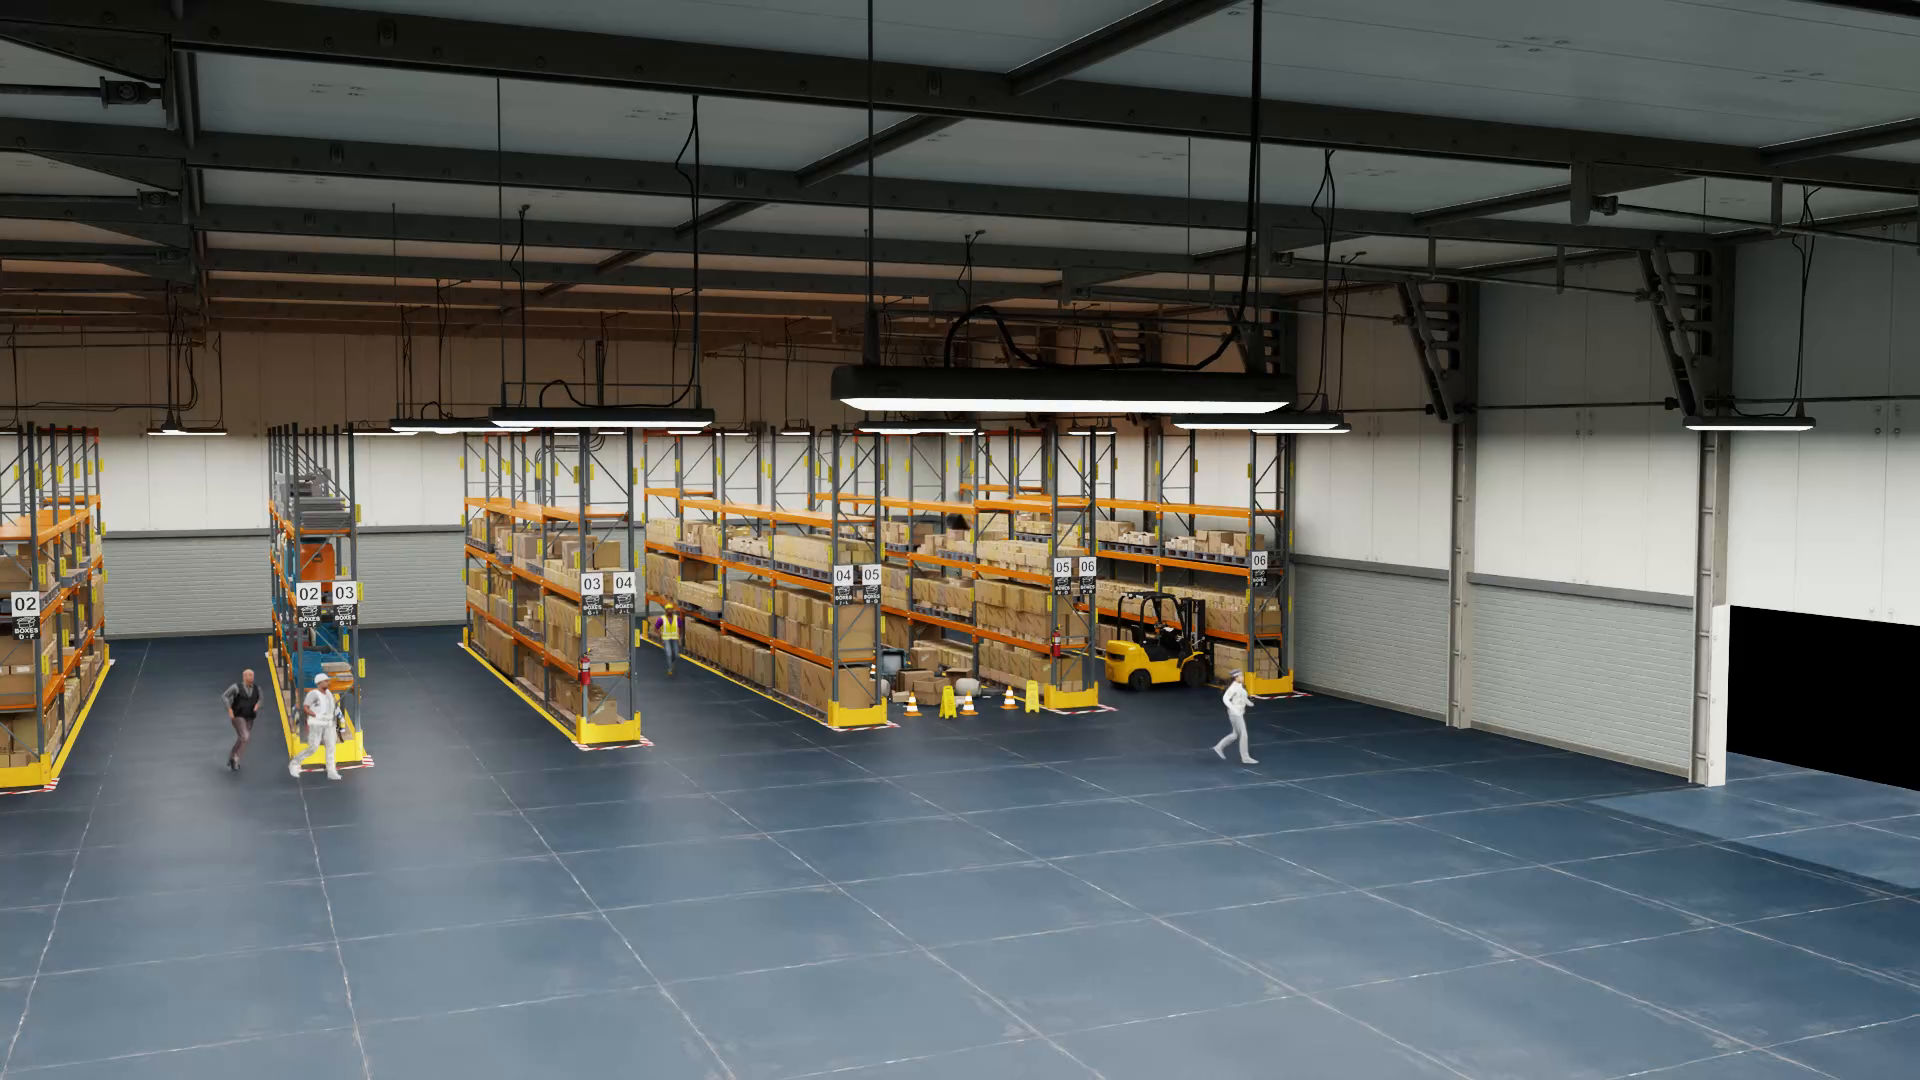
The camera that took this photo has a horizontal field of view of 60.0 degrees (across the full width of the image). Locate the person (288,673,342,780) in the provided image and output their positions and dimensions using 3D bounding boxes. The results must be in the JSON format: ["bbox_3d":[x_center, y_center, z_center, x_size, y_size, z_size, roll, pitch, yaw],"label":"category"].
[{"bbox_3d":[-10.717,3.121,27.947,0.982,1.747,0.743,1,4,17],"label":"person"}]

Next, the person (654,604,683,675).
[{"bbox_3d":[-7.043,2.403,40.279,0.700,1.719,0.625,-1,4,-22],"label":"person"}]

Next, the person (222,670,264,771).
[{"bbox_3d":[-12.422,3.118,28.892,0.653,1.723,0.660,2,4,35],"label":"person"}]

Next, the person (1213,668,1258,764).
[{"bbox_3d":[4.866,3.079,29.258,0.793,1.683,0.628,1,4,19],"label":"person"}]
